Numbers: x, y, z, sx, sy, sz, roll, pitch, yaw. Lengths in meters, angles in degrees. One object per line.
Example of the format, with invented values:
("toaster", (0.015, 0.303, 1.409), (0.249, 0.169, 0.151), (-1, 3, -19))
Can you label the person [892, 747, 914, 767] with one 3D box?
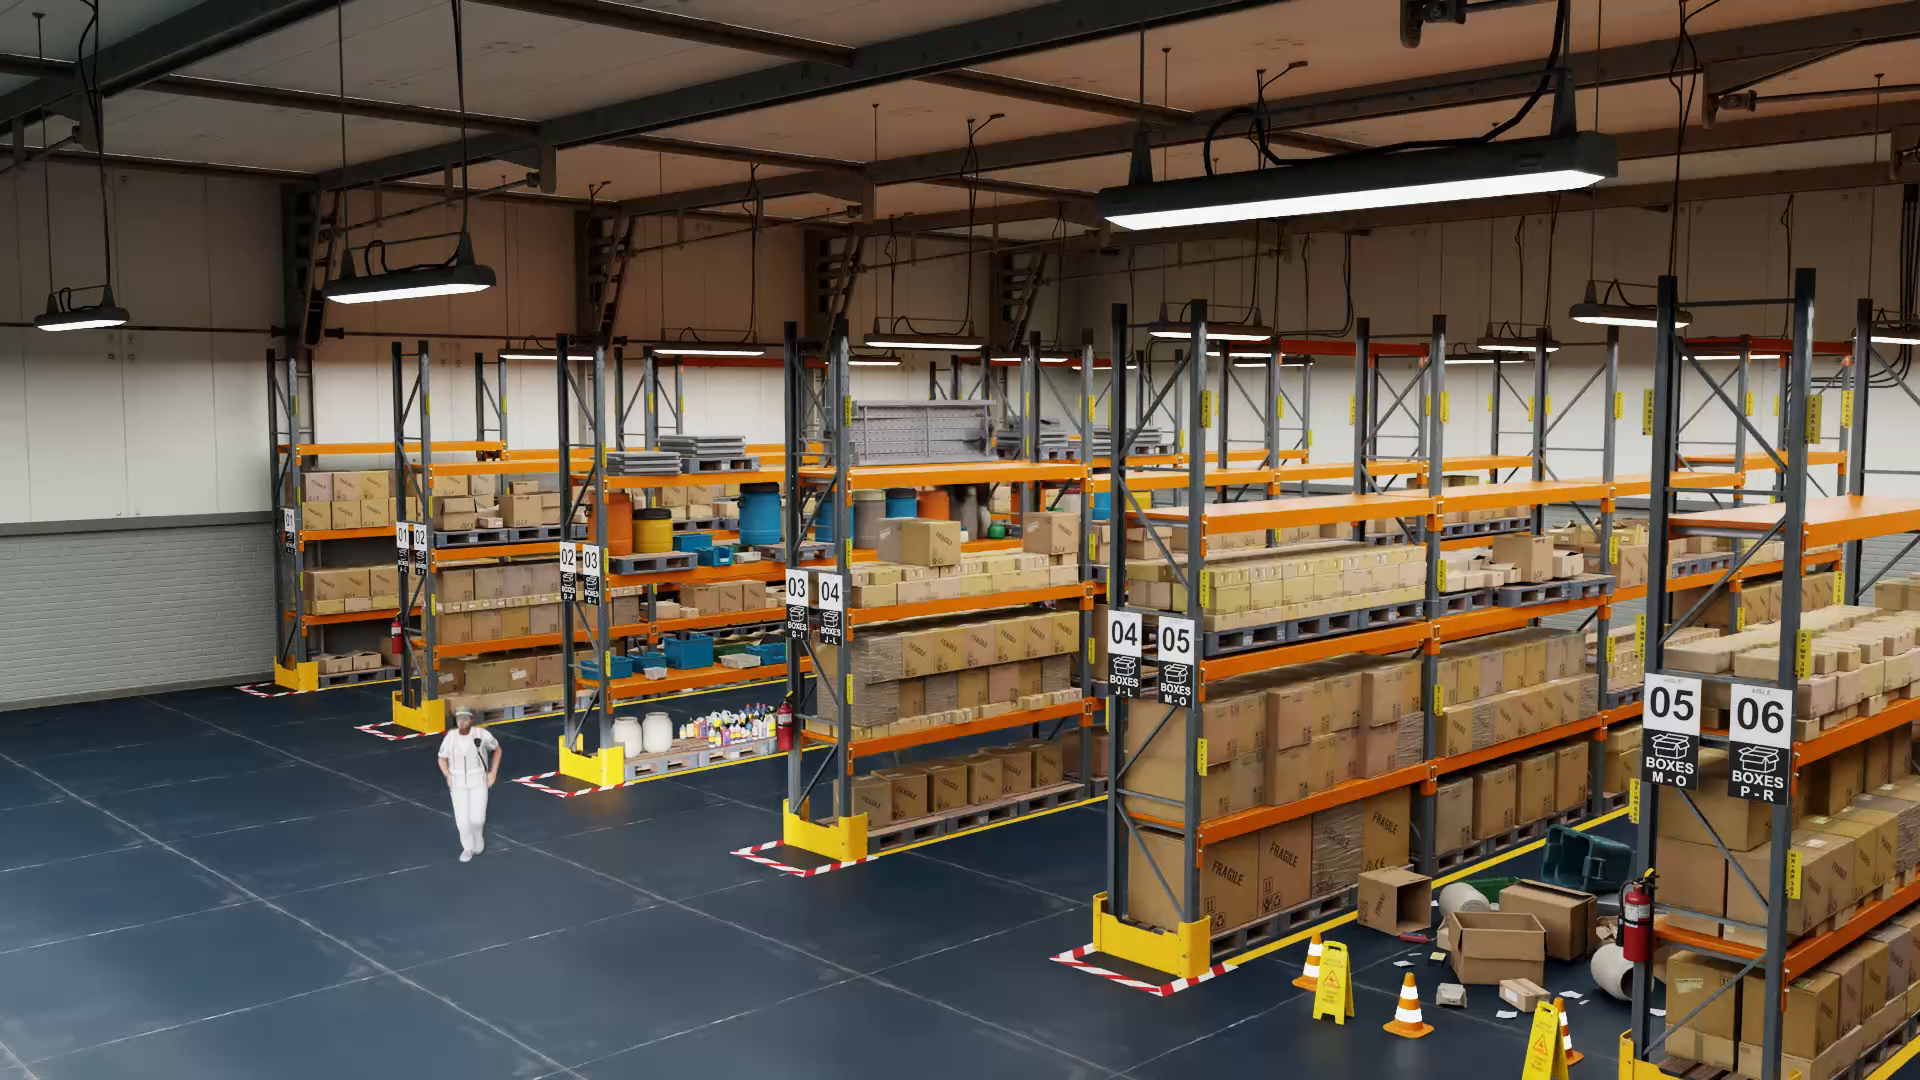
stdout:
("person", (-0.822, 2.375, 22.149), (0.671, 1.806, 0.737), (4, 6, 38))

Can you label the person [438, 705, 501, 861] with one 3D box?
("person", (-5.462, 2.673, 18.476), (0.673, 1.690, 0.521), (-1, 5, -8))

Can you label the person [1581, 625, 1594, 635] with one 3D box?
("person", (9.412, 2.146, 24.935), (0.744, 1.762, 0.707), (-4, 6, -37))
